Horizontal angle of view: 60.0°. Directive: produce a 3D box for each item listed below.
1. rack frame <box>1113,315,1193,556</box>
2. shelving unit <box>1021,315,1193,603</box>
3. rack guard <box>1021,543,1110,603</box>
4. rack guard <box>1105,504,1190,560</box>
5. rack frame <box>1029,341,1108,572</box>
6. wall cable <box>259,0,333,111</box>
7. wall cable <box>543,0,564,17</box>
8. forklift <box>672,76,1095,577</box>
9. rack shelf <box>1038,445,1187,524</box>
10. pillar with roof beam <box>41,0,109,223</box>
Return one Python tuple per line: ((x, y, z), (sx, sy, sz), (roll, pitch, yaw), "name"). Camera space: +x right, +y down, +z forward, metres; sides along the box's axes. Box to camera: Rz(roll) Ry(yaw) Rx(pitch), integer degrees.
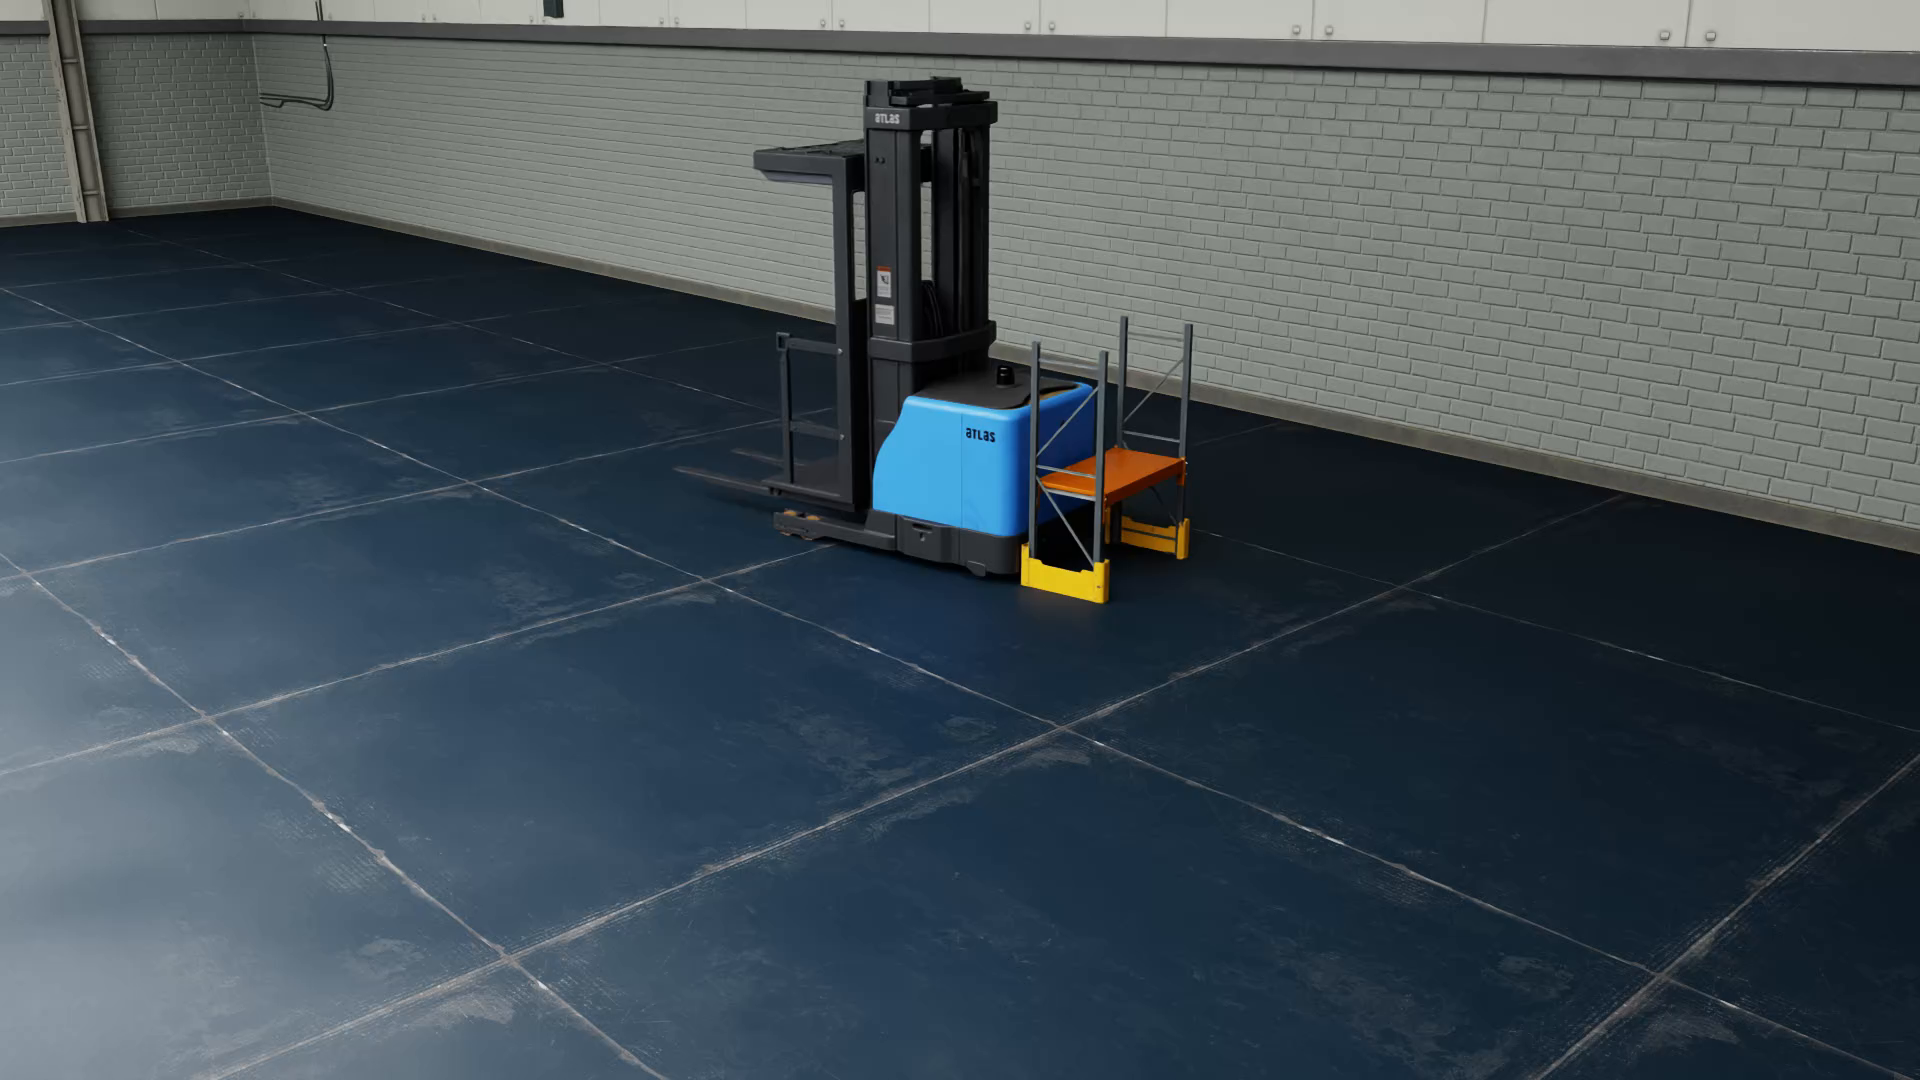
((1.218, -0.654, 10.567), (0.500, 1.500, 0.032), (13, 22, 34), "rack frame")
((0.918, -0.524, 10.167), (0.587, 1.500, 1.083), (13, 22, 34), "shelving unit")
((0.627, 0.196, 9.975), (0.587, 0.250, 0.087), (13, 22, 34), "rack guard")
((1.206, -0.054, 10.746), (0.587, 0.250, 0.087), (13, 22, 34), "rack guard")
((0.627, -0.398, 9.780), (0.500, 1.500, 0.032), (13, 22, 34), "rack frame")
((-10.982, -8.297, 27.018), (0.112, 2.526, 3.097), (-16, 24, -41), "wall cable")
((-4.471, -9.261, 19.443), (0.169, 6.003, 2.305), (-16, 24, -41), "wall cable")
((-0.626, -1.506, 10.876), (3.031, 2.935, 1.130), (12, 22, 33), "forklift")
((0.923, -0.355, 10.229), (0.538, 0.185, 1.000), (13, 22, 34), "rack shelf")
((-11.074, -8.481, 22.552), (0.400, 9.000, 9.100), (-16, 24, -41), "pillar with roof beam")
